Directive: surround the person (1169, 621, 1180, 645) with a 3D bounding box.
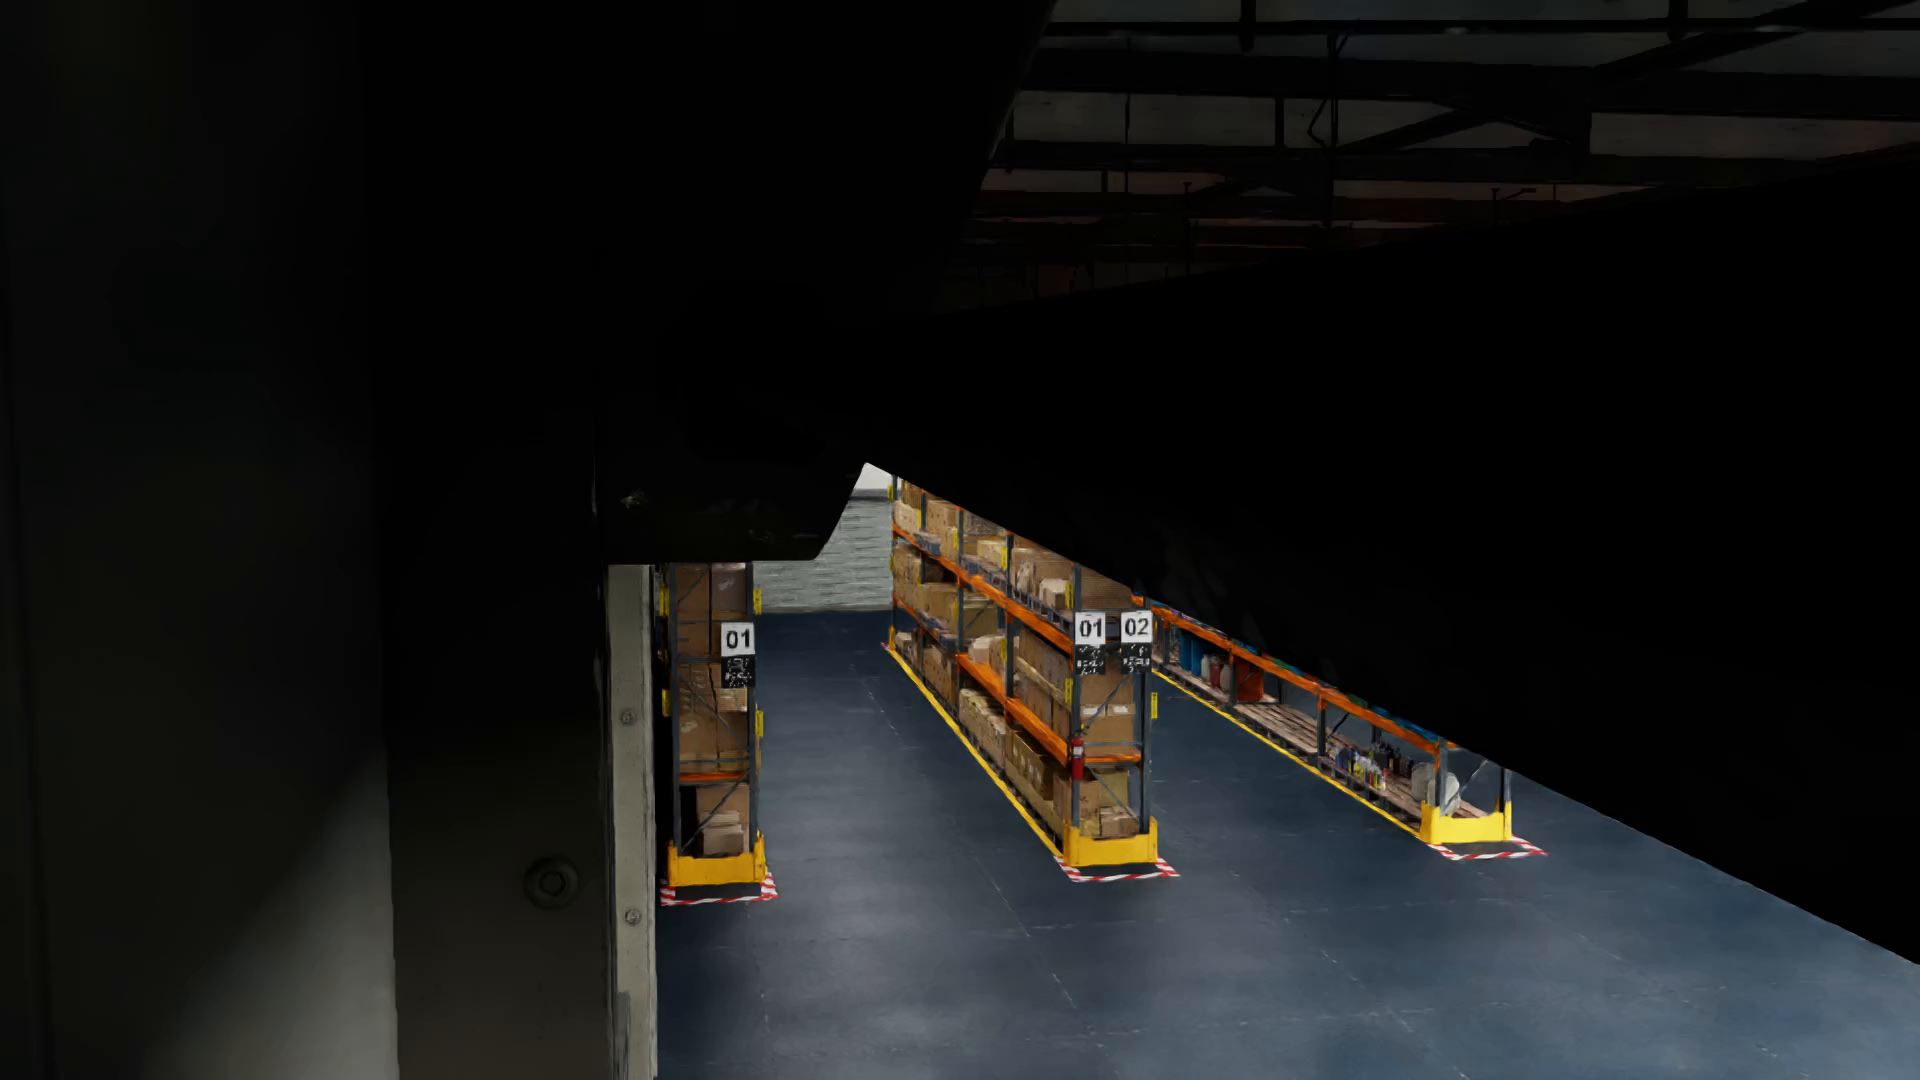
[{"bbox_3d":[4.728,1.468,36.698,0.416,1.770,0.714,1,6,11],"label":"person"}]
